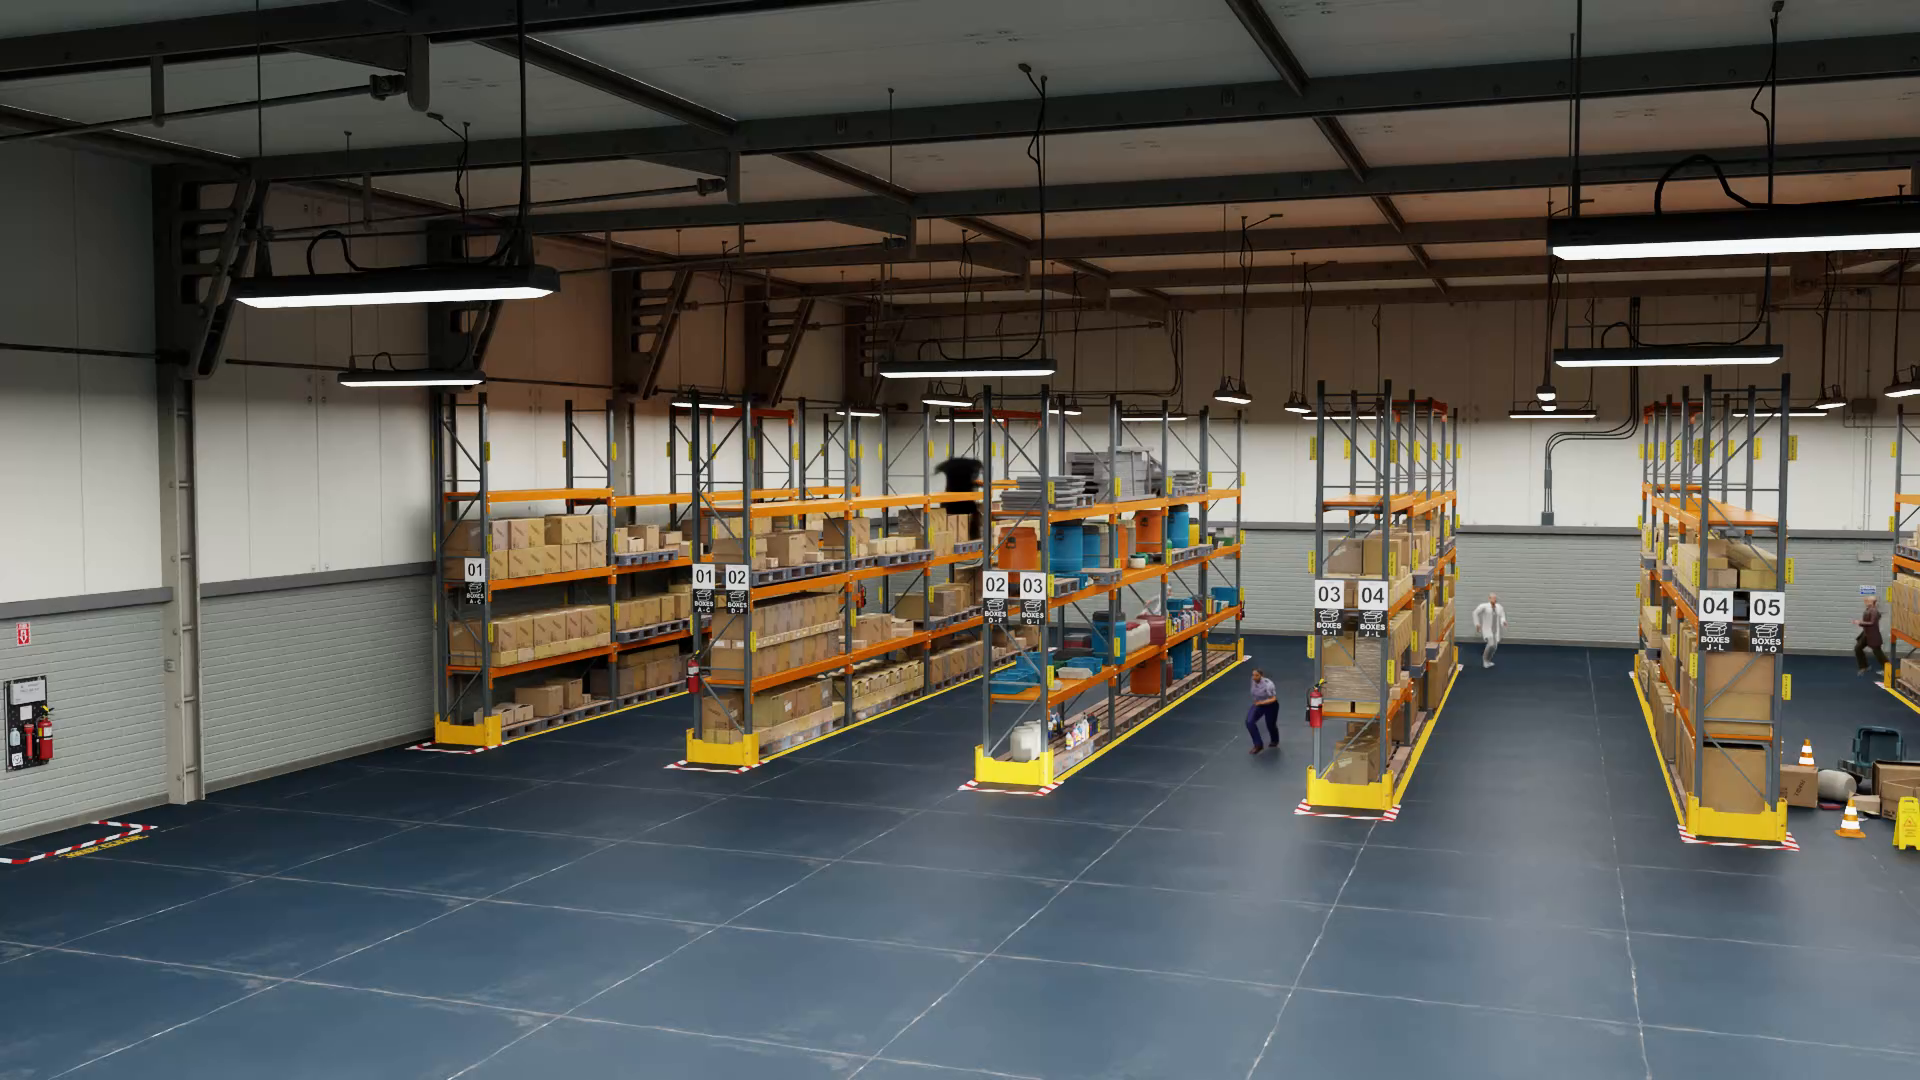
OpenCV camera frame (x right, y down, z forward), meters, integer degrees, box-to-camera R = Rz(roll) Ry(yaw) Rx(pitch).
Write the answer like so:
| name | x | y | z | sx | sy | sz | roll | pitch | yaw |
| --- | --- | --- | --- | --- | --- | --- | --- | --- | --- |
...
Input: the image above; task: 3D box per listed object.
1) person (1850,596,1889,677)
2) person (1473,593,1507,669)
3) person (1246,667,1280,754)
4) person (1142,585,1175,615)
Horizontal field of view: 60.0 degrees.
| name | x | y | z | sx | sy | sz | roll | pitch | yaw |
| --- | --- | --- | --- | --- | --- | --- | --- | --- | --- |
| person | 20.216 | 2.157 | 36.879 | 0.917 | 1.842 | 0.668 | 0 | 3 | 7 |
| person | 12.266 | 2.098 | 38.409 | 0.694 | 1.735 | 0.813 | -1 | 3 | -13 |
| person | 5.083 | 2.778 | 27.514 | 0.587 | 1.455 | 1.079 | 2 | 4 | 38 |
| person | 5.029 | 1.955 | 41.568 | 0.846 | 1.665 | 0.715 | -2 | 4 | -31 |
